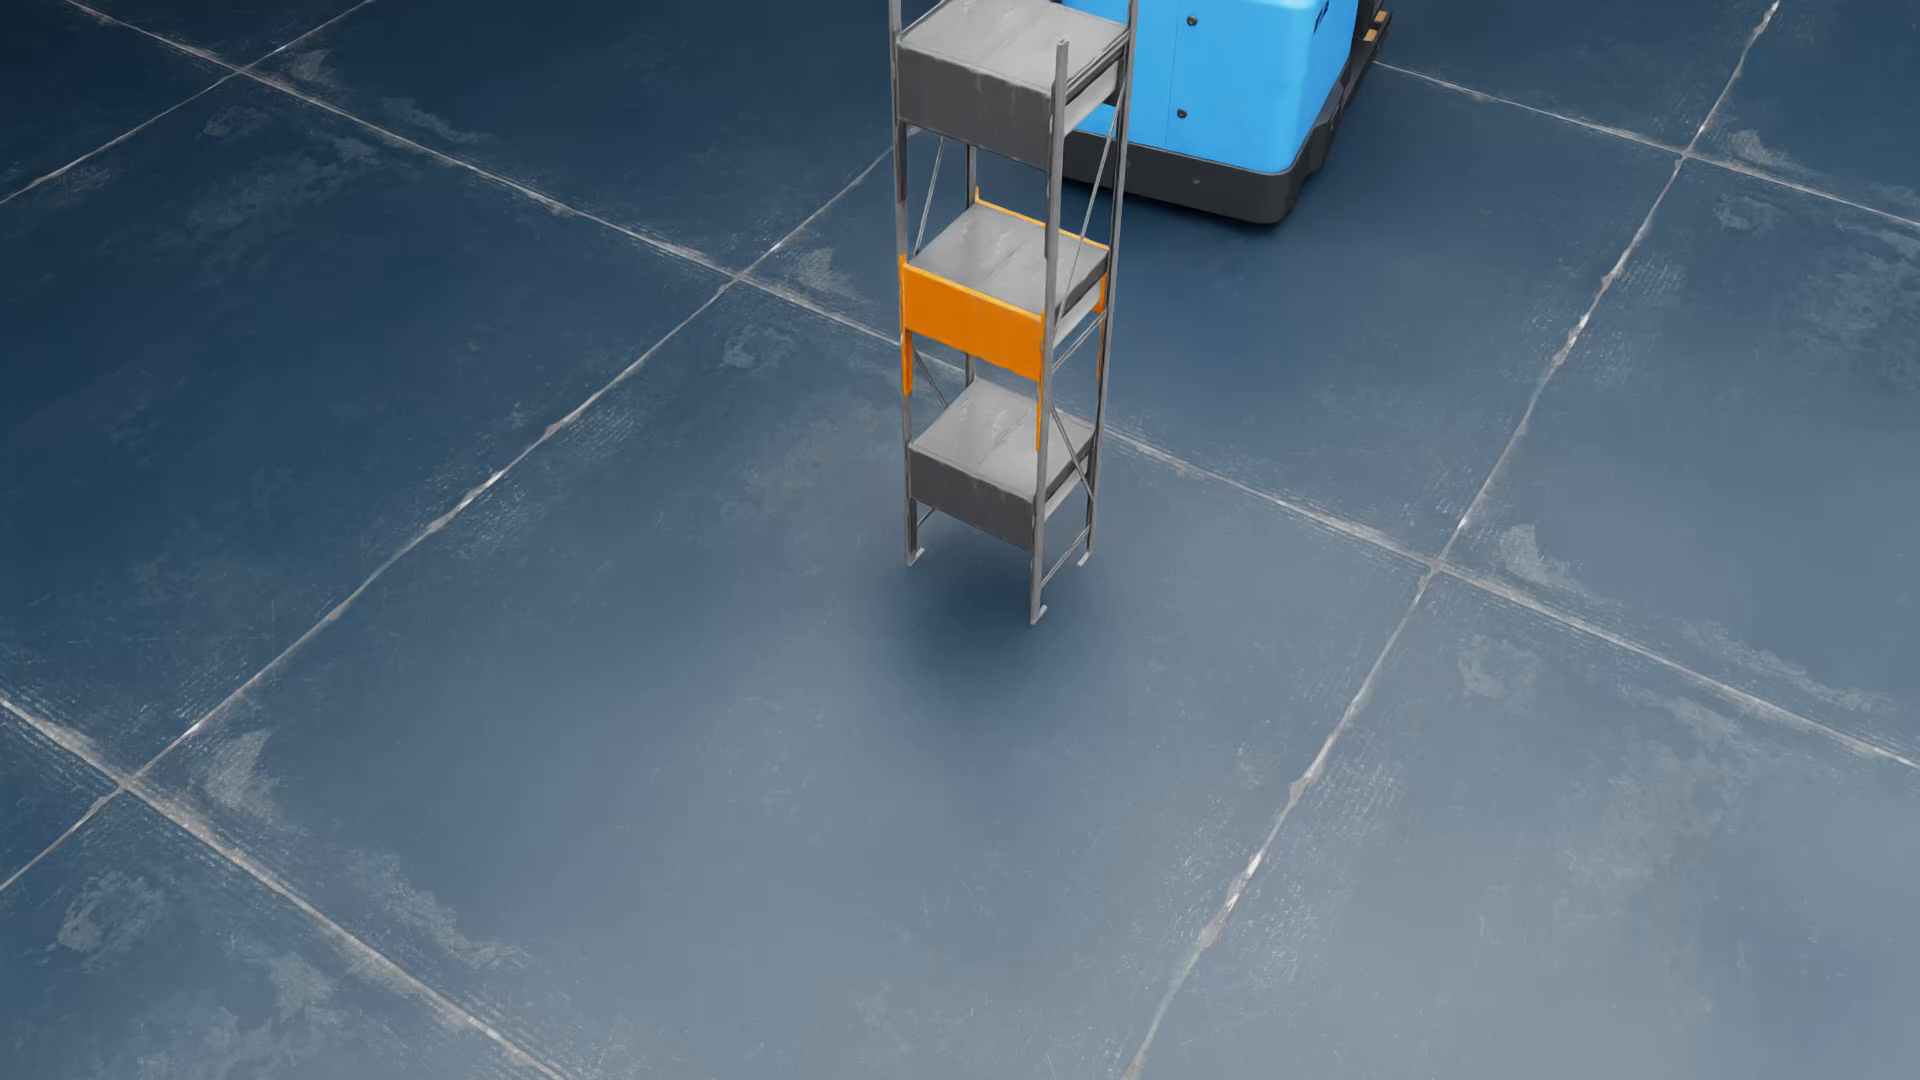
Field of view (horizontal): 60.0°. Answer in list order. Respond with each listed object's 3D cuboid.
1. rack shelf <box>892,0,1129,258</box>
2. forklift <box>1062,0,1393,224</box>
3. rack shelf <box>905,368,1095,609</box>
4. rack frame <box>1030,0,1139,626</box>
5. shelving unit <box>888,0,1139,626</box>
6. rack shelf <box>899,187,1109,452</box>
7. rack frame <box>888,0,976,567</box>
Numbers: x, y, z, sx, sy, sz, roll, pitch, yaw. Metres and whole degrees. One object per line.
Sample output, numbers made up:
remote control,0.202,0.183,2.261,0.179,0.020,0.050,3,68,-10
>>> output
rack shelf,0.139,-1.146,4.442,0.480,0.518,0.431,25,51,22
forklift,1.447,-3.409,7.019,1.130,2.935,3.031,17,48,16
rack shelf,0.139,-0.170,5.446,0.480,0.518,0.431,25,51,22
rack frame,0.345,-0.573,4.843,0.015,2.100,0.400,25,51,22
shelving unit,0.139,-0.668,4.935,0.503,2.100,0.431,25,51,22
rack shelf,0.139,-0.658,4.944,0.480,0.518,0.431,25,51,22
rack frame,-0.066,-0.762,5.026,0.015,2.100,0.400,25,51,22
